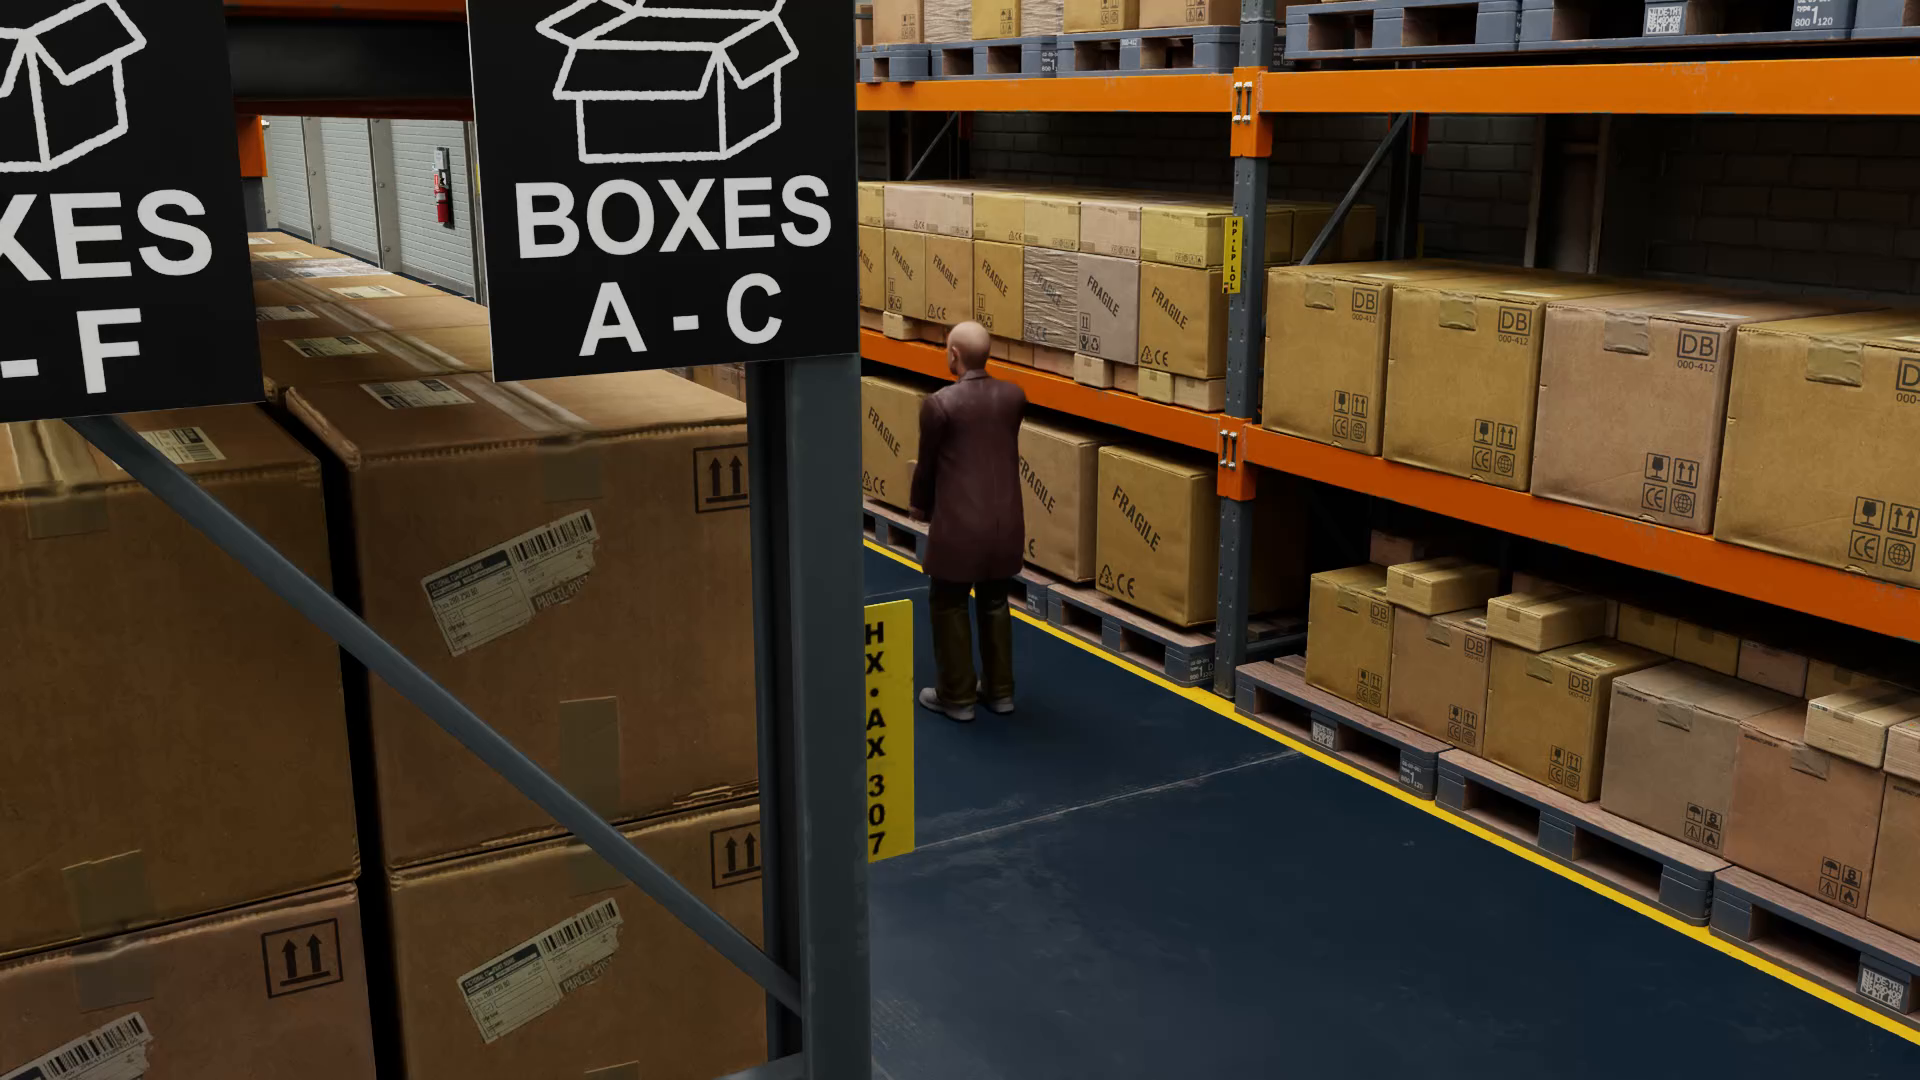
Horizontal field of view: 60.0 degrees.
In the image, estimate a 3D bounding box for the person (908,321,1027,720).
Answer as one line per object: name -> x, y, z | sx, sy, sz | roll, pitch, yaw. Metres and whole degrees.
person -> 0.017, -0.095, 7.415 | 0.524, 1.779, 0.565 | -9, 17, -30
